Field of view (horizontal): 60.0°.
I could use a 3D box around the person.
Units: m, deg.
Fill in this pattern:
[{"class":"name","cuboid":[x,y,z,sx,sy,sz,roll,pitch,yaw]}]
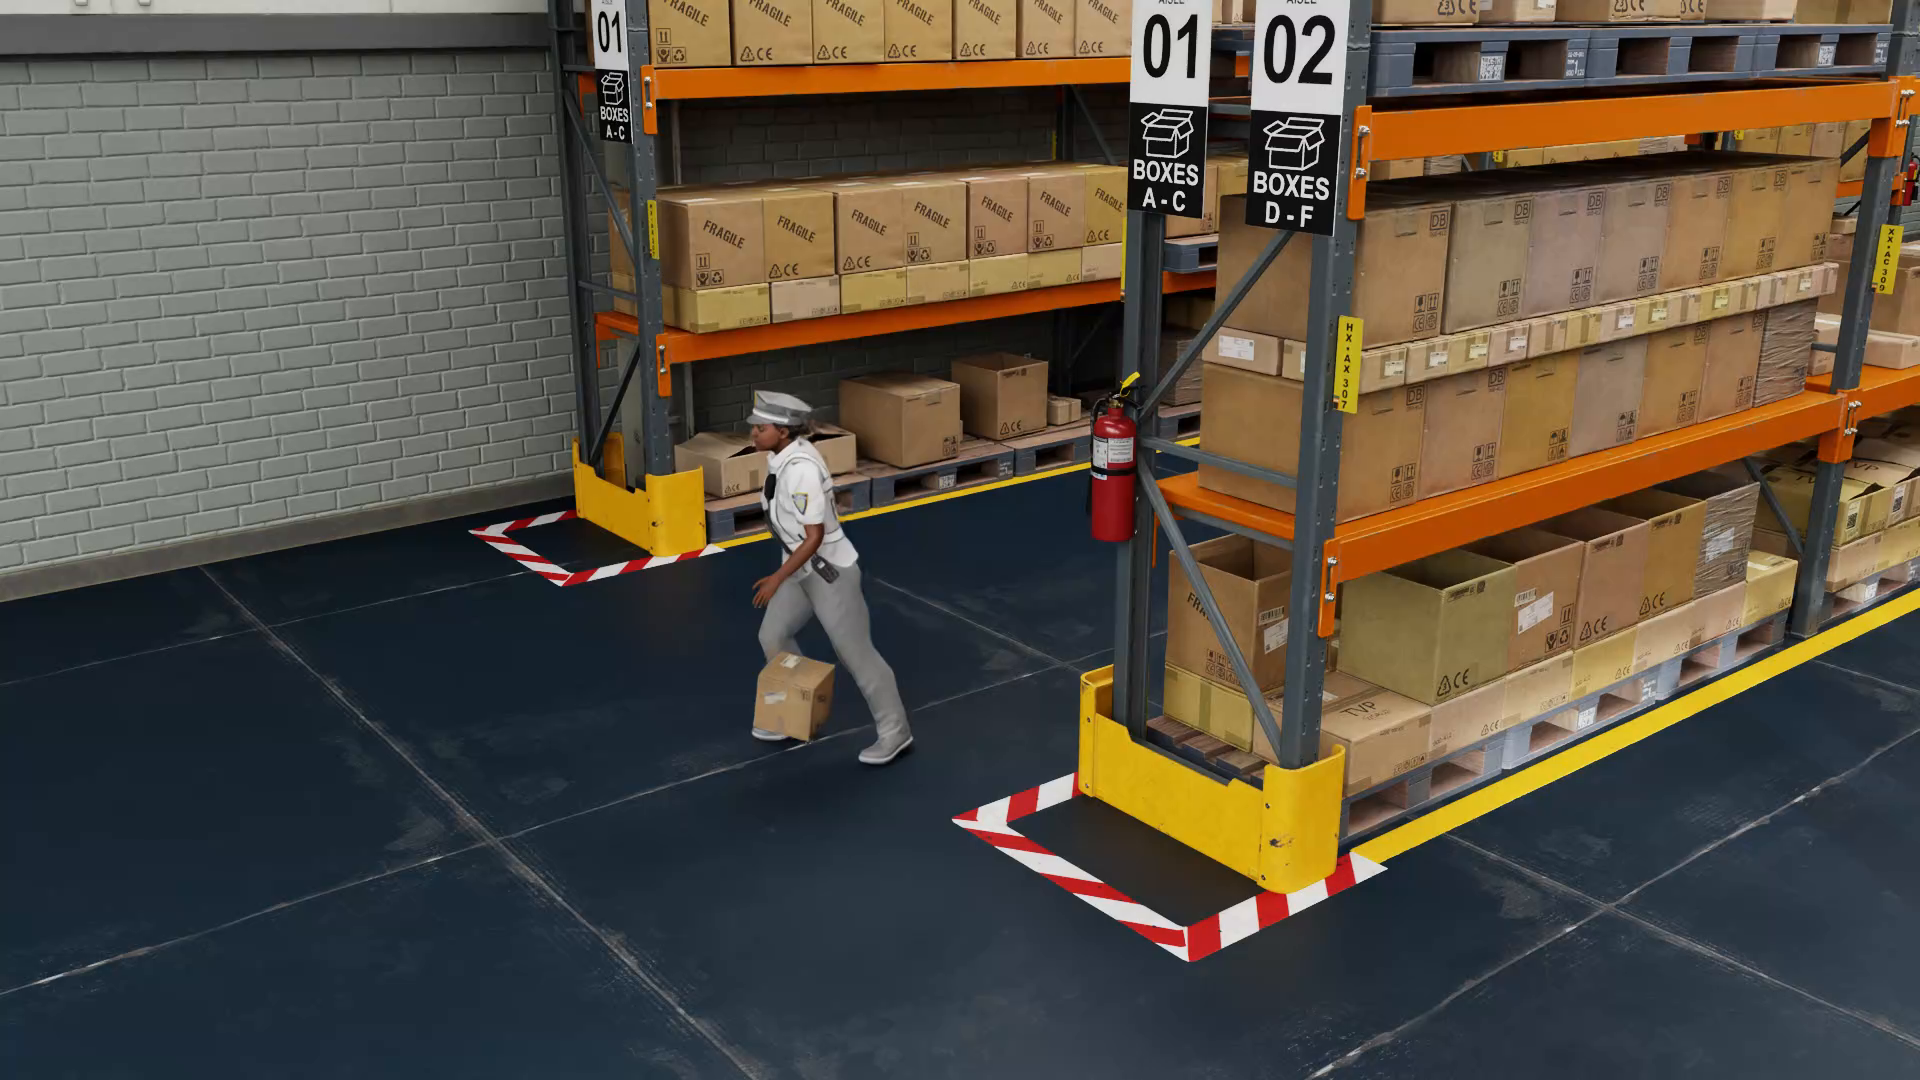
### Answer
[{"class":"person","cuboid":[-0.599,0.143,7.154,0.691,1.629,0.609,-6,19,-17]}]
